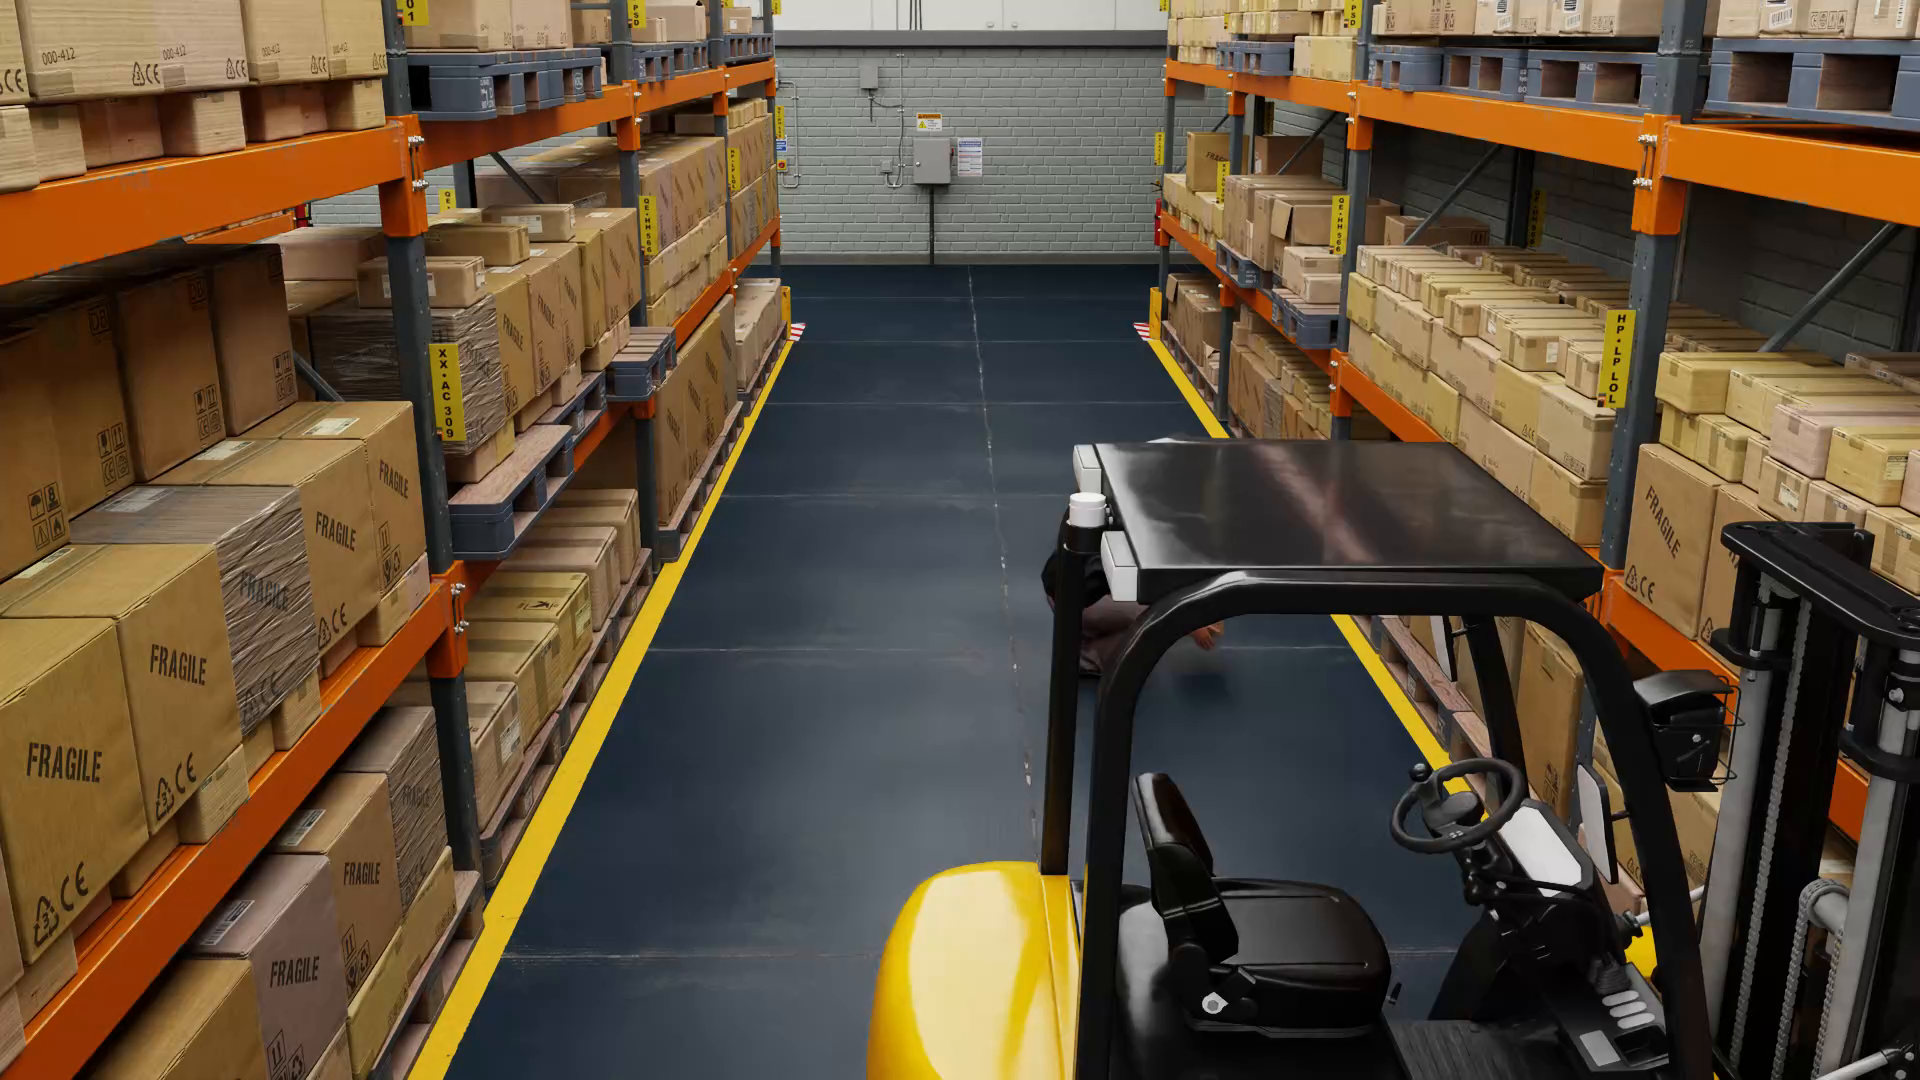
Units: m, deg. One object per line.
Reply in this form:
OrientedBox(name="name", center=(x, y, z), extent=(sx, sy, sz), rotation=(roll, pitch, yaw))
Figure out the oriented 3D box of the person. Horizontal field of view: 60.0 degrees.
OrientedBox(name="person", center=(0.848, 0.180, 8.311), extent=(0.879, 0.970, 0.522), rotation=(0, 17, -2))
